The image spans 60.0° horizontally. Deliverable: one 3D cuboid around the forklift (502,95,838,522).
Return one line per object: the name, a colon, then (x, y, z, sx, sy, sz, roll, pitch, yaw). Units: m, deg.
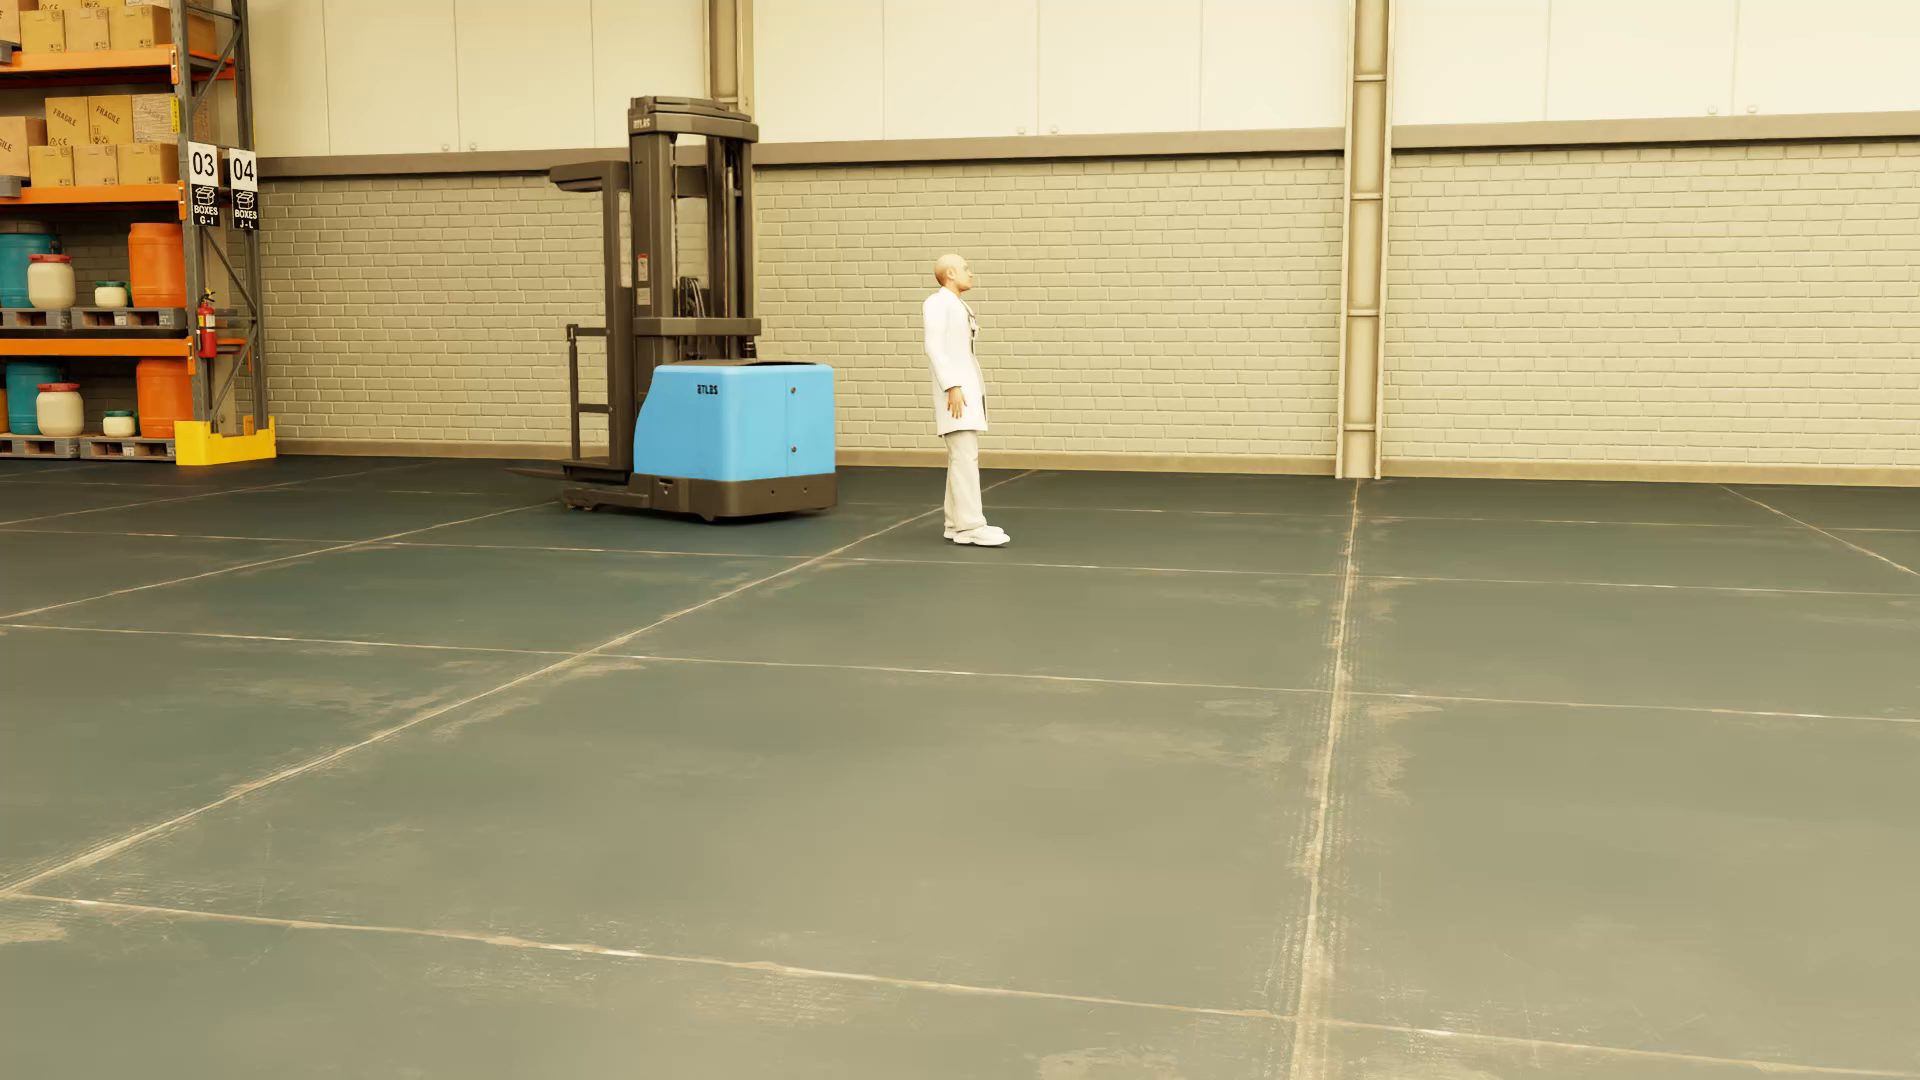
forklift: (-2.304, -1.707, 12.329, 3.031, 2.935, 1.130, 6, 10, 42)

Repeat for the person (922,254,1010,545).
person: (0.086, -0.886, 10.362, 0.581, 1.776, 0.694, 2, 7, 14)
